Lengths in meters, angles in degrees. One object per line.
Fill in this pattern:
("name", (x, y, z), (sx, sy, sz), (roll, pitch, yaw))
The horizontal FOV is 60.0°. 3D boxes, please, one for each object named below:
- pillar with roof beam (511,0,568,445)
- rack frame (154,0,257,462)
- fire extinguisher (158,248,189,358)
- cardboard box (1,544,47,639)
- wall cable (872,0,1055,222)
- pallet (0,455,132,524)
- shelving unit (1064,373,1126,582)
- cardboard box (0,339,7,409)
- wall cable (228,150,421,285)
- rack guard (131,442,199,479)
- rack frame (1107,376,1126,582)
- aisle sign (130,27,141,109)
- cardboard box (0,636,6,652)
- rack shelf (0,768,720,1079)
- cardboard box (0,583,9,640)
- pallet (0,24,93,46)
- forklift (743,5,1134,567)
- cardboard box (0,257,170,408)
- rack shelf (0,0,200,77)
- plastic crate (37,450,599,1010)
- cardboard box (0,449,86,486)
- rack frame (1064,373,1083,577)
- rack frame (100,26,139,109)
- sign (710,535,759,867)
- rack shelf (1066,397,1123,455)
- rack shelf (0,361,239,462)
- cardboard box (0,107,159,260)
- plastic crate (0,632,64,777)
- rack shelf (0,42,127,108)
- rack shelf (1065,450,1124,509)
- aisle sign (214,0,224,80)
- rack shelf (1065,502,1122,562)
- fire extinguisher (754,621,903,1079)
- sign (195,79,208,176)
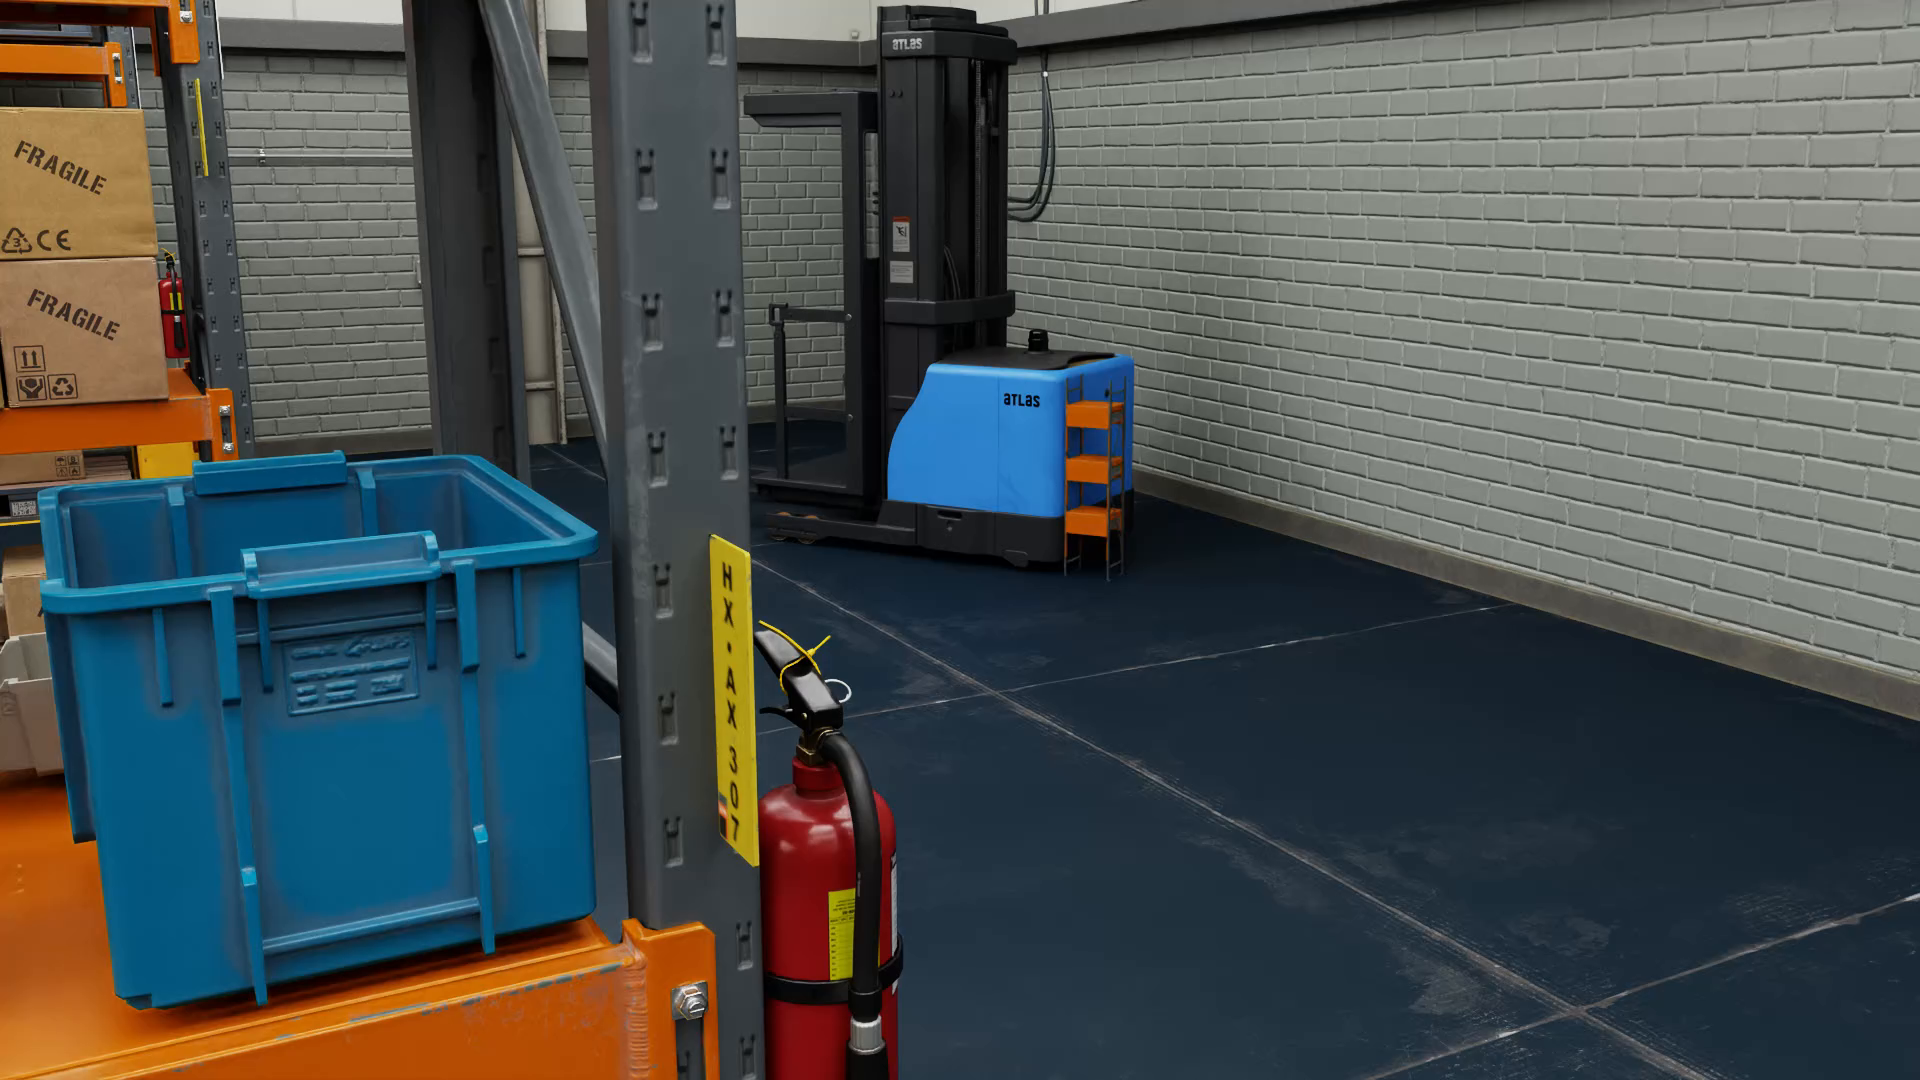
("pillar with roof beam", (-1.235, -4.319, 8.306), (0.400, 9.000, 9.100), (-7, 14, -28))
("rack frame", (-2.877, -0.817, 6.408), (0.127, 3.000, 1.000), (-7, 14, -28))
("fire extinguisher", (-4.900, -1.479, 10.373), (0.183, 0.674, 0.296), (-7, 14, -28))
("cardboard box", (-3.236, 0.292, 6.169), (0.500, 0.500, 0.500), (-7, 14, -28))
("wall cable", (-0.118, -3.709, 12.669), (0.112, 2.526, 3.097), (-7, 14, -28))
("pallet", (-5.918, -0.312, 10.514), (1.213, 0.211, 1.003), (-7, 14, -28))
("shelving unit", (0.703, -0.327, 8.666), (0.252, 1.050, 0.215), (6, 14, 28))
("cardboard box", (-3.593, -0.711, 5.709), (0.500, 0.500, 0.500), (-7, 14, -27))
("wall cable", (-4.583, -2.584, 11.946), (1.851, 1.984, 0.084), (-7, 14, -28))
("rack guard", (-5.232, -0.554, 10.934), (0.348, 0.500, 1.175), (-7, 14, -28))
("rack frame", (0.811, -0.315, 8.609), (0.008, 1.050, 0.200), (6, 14, 28))
("aisle sign", (-5.046, -2.989, 10.140), (0.004, 0.787, 0.394), (-7, 14, -28))
("cardboard box", (-3.634, 0.480, 6.094), (0.250, 0.166, 0.380), (-7, 14, -28))
("rack shelf", (-2.262, 0.699, 1.309), (4.000, 0.370, 1.077), (-7, 14, -28))
("cardboard box", (-3.929, 0.365, 6.417), (0.500, 0.250, 0.500), (-7, 14, -28))
("pallet", (-5.899, -3.112, 9.973), (1.213, 0.211, 1.003), (-7, 14, -28))
("forklift", (-0.541, -1.497, 9.587), (3.031, 2.935, 1.130), (7, 15, 29))
("cardboard box", (-3.139, -0.766, 5.955), (0.500, 0.500, 0.500), (-6, 14, -26))
("rack shelf", (-4.632, -1.719, 5.223), (4.000, 0.370, 1.077), (-7, 14, -28))
("plastic crate", (-0.711, 0.162, 1.838), (0.499, 0.435, 0.616), (-7, 14, -28))
("cardboard box", (-5.820, -0.664, 10.464), (0.500, 0.500, 0.700), (-7, 14, -28))
("rack frame", (0.596, -0.339, 8.724), (0.008, 1.050, 0.200), (6, 14, 28))
("rack frame", (-5.253, -1.771, 10.649), (0.127, 3.000, 1.000), (-7, 14, -28))
("sign", (-0.229, 0.162, 1.684), (0.005, 0.325, 0.100), (-7, 14, -28))
("rack shelf", (0.702, -0.593, 8.607), (0.240, 0.259, 0.215), (6, 14, 28))
("rack shelf", (-4.632, -0.256, 5.552), (4.000, 0.370, 1.077), (-7, 14, -28))
("cardboard box", (-3.135, -1.254, 5.844), (0.500, 0.500, 0.500), (-7, 14, -28))
("plastic crate", (-1.202, 0.217, 2.275), (0.298, 0.136, 0.250), (-7, 14, -28))
("rack shelf", (-7.009, -2.673, 9.463), (4.000, 0.370, 1.077), (-7, 14, -28))
("rack shelf", (0.704, -0.316, 8.669), (0.240, 0.259, 0.215), (6, 14, 28))
("aisle sign", (-2.670, -2.034, 5.893), (0.004, 0.787, 0.394), (-7, 14, -28))
("rack shelf", (0.705, -0.045, 8.729), (0.240, 0.259, 0.215), (6, 14, 28))
("fire extinguisher", (-0.156, 0.429, 1.896), (0.183, 0.674, 0.296), (-7, 14, -28))
("sign", (-2.628, -1.427, 5.762), (0.005, 0.325, 0.100), (-7, 14, -28))
